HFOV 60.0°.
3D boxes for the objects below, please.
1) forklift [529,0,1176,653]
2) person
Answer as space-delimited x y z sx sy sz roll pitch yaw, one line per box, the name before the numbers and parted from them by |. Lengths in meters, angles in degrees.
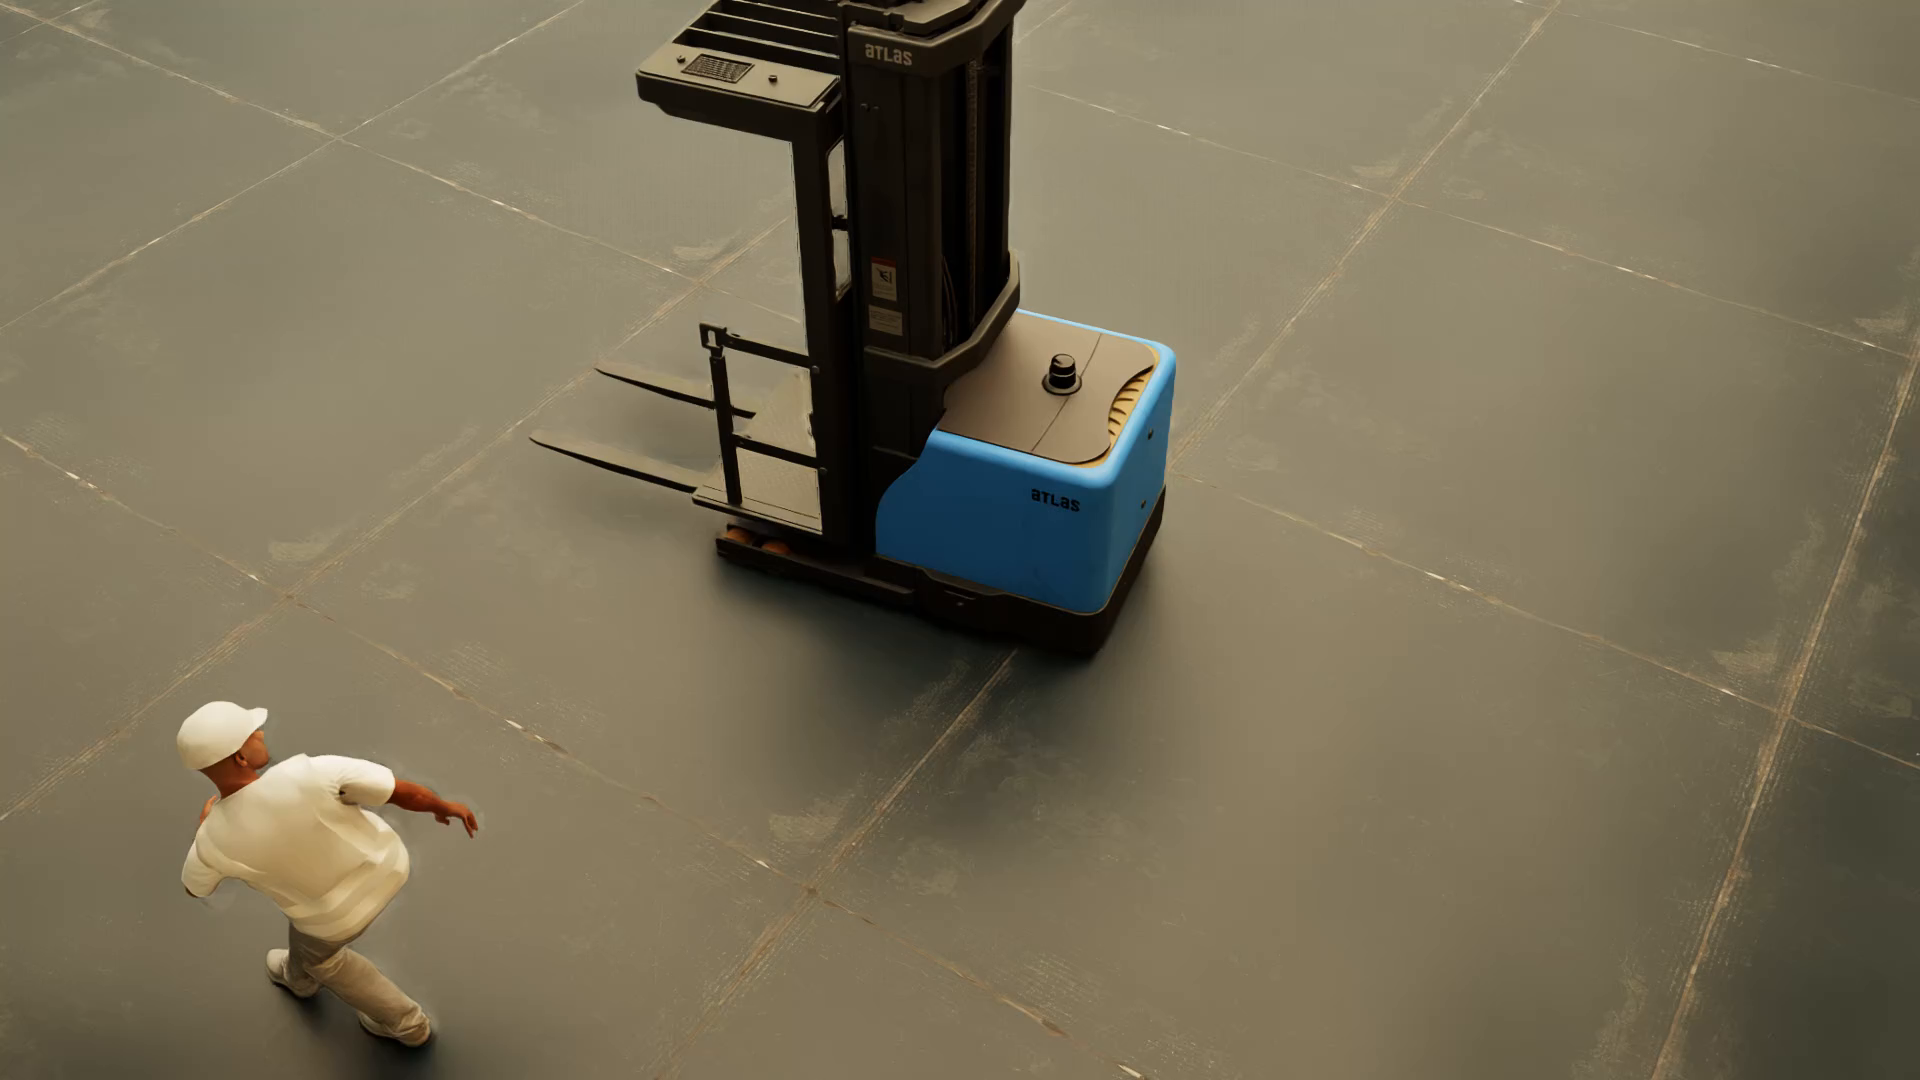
forklift | -0.599 -1.221 7.137 3.031 2.935 1.130 16 46 16
person | -2.212 1.050 5.708 0.804 1.599 0.816 28 50 26
